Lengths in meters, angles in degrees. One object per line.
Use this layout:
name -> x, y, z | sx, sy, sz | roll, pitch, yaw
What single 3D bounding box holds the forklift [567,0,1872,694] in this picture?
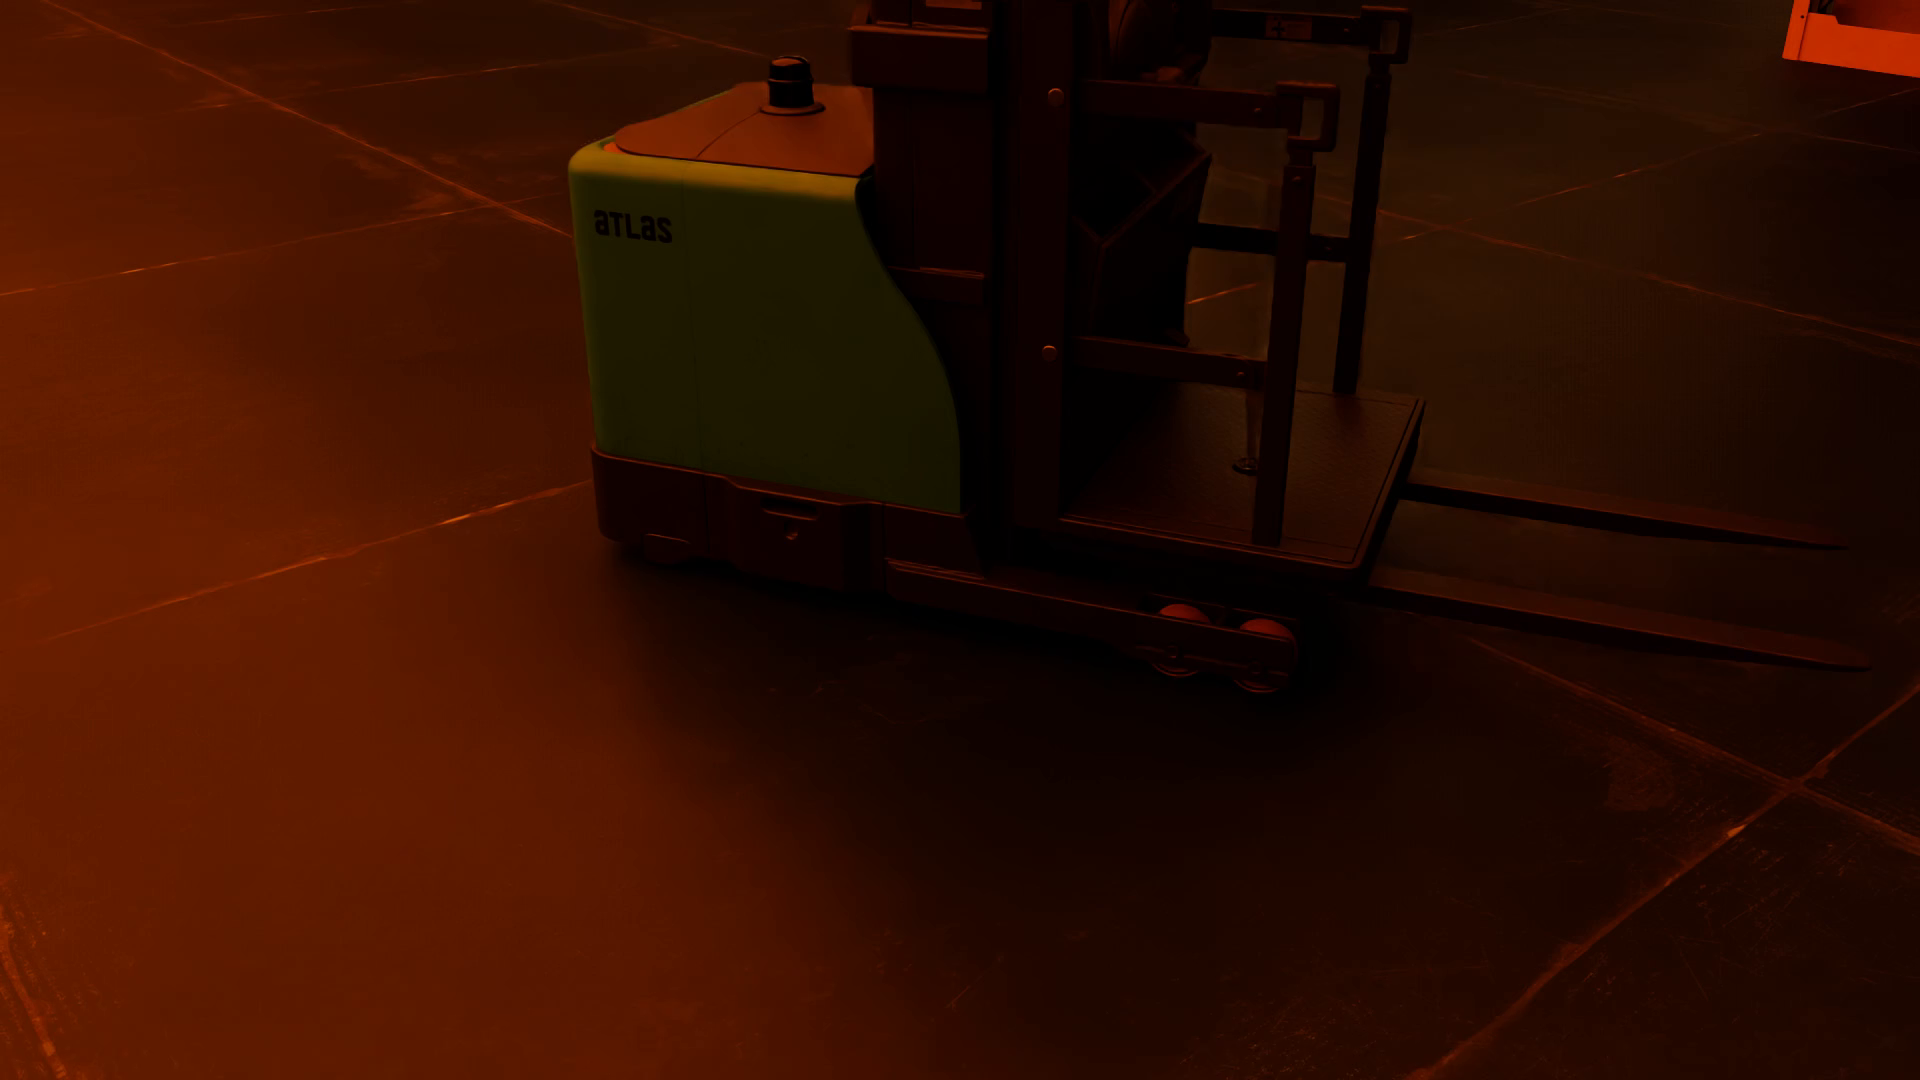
forklift -> 0.611, -1.231, 3.684 | 3.031, 2.935, 1.130 | 10, 28, 19
